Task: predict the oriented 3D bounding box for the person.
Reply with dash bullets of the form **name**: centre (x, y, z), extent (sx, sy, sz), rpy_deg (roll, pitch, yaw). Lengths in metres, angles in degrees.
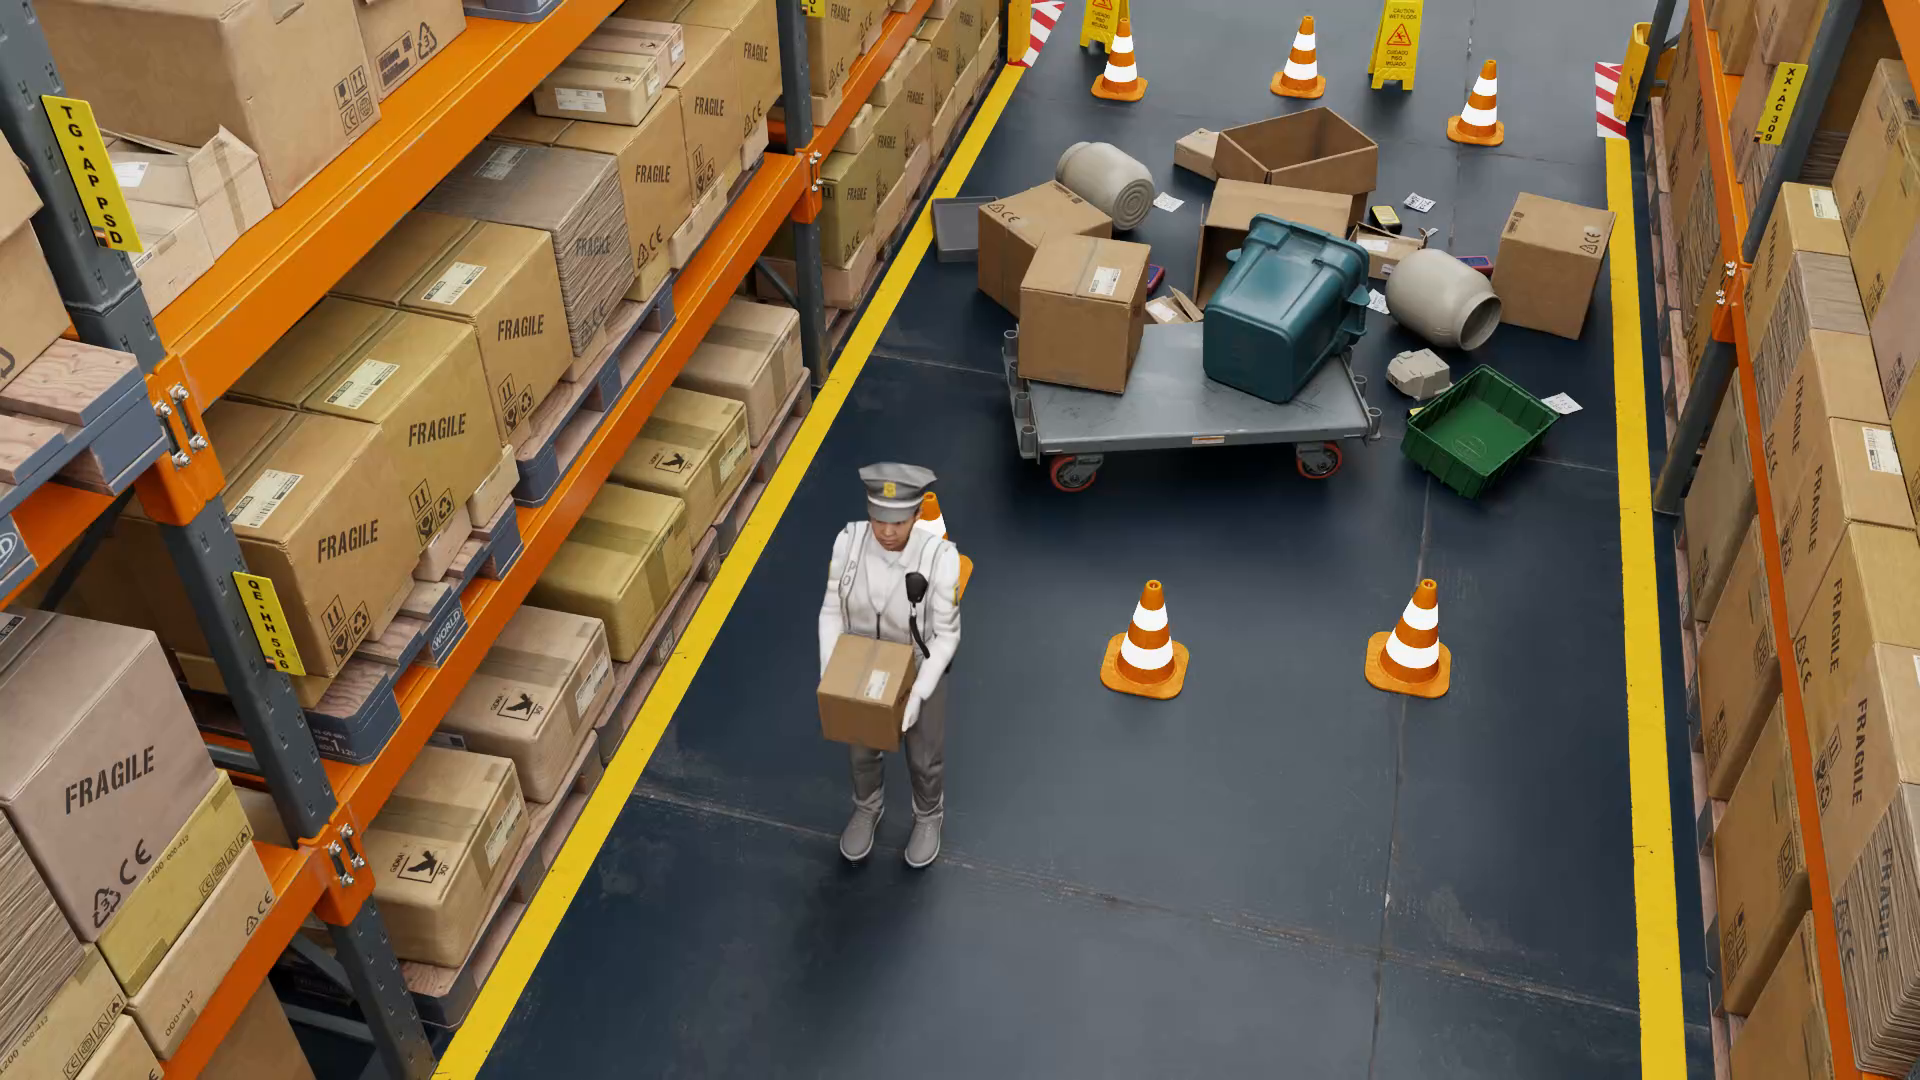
- **person**: centre (-0.242, 0.477, 5.590), extent (0.479, 1.692, 0.529), rpy_deg (10, 42, 11)
